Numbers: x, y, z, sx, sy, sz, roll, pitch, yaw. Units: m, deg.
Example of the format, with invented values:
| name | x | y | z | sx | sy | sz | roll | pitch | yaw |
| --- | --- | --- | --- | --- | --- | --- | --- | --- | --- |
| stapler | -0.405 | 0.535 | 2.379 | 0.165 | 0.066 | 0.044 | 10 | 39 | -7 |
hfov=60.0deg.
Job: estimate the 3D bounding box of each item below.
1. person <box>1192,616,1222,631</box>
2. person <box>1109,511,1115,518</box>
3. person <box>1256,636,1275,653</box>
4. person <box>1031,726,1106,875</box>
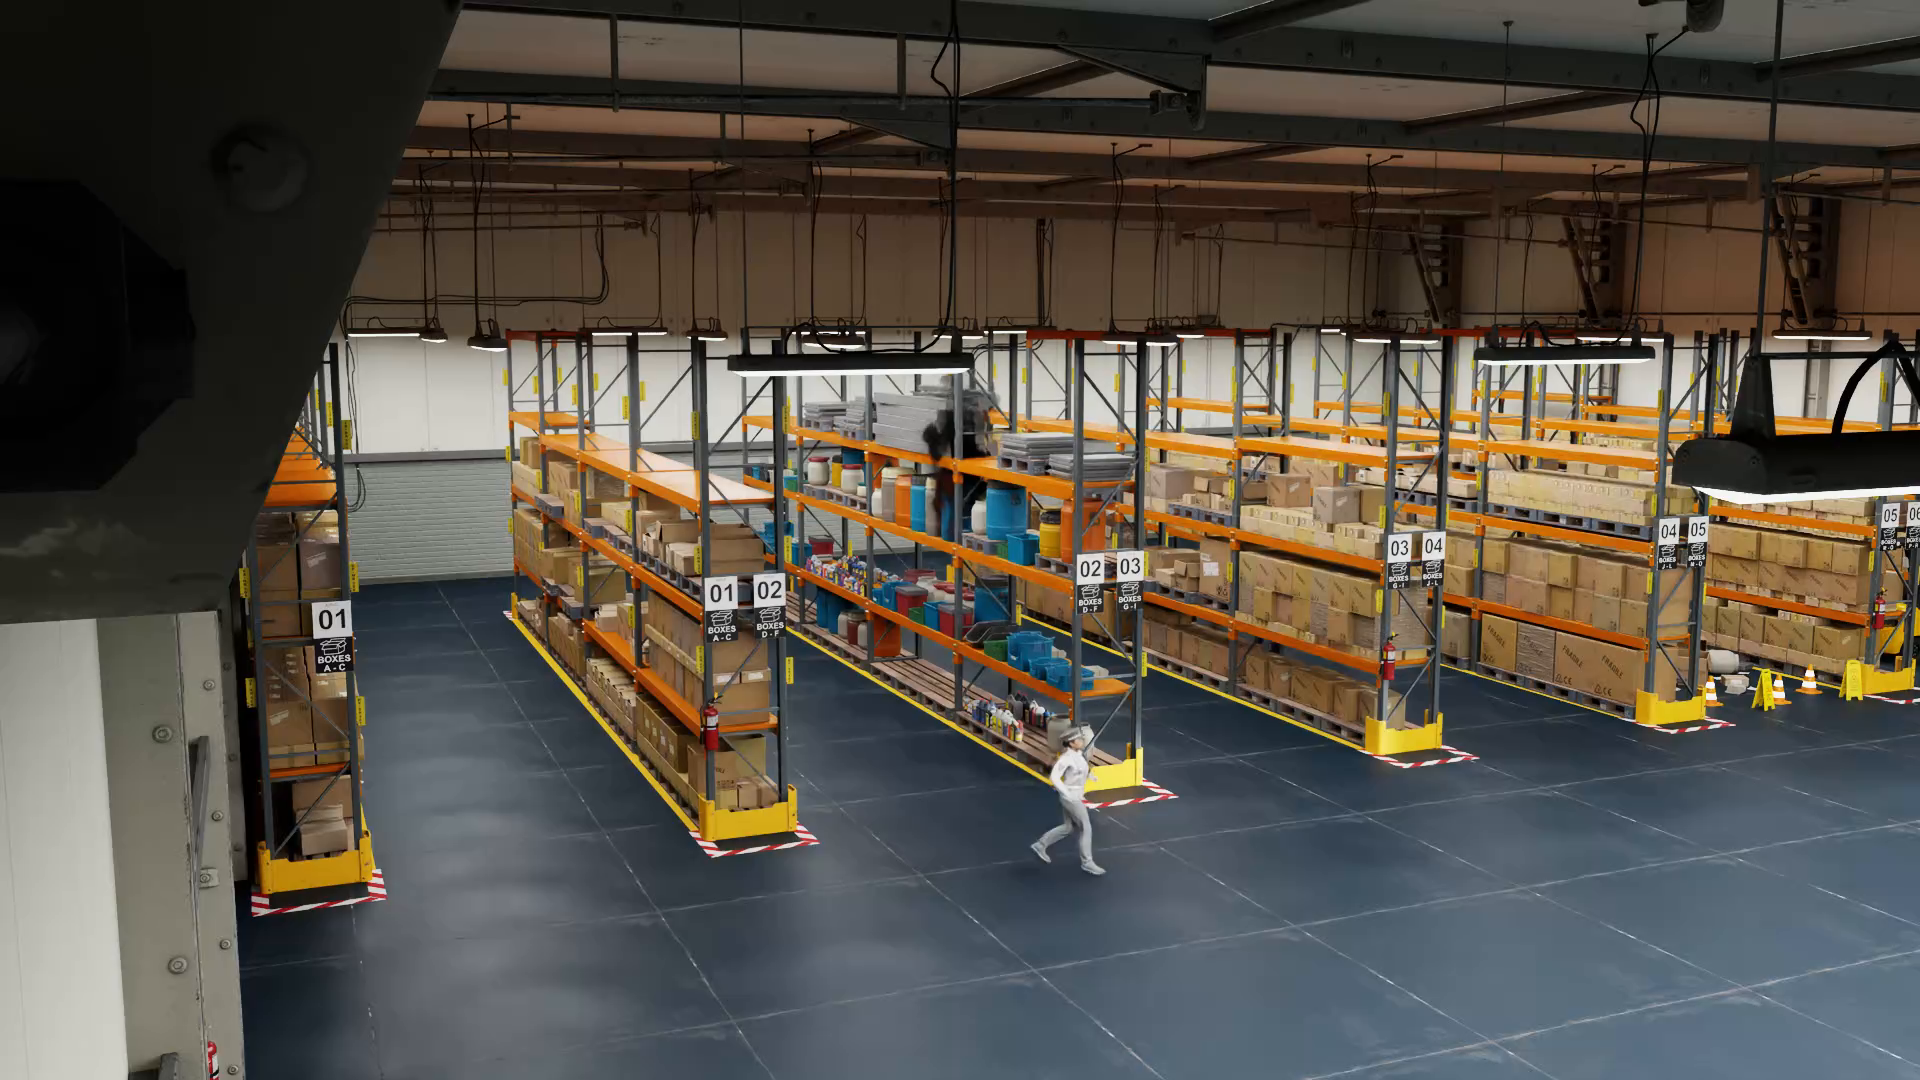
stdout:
| name | x | y | z | sx | sy | sz | roll | pitch | yaw |
| --- | --- | --- | --- | --- | --- | --- | --- | --- | --- |
| person | 4.880 | 1.006 | 32.846 | 0.623 | 1.735 | 0.924 | -4 | 9 | -29 |
| person | 3.567 | 0.147 | 39.157 | 0.716 | 1.773 | 0.926 | -1 | 8 | -5 |
| person | 5.747 | 1.367 | 30.758 | 0.620 | 1.712 | 0.715 | -4 | 9 | -25 |
| person | 1.238 | 2.939 | 18.892 | 0.860 | 1.710 | 0.603 | 1 | 8 | 9 |
